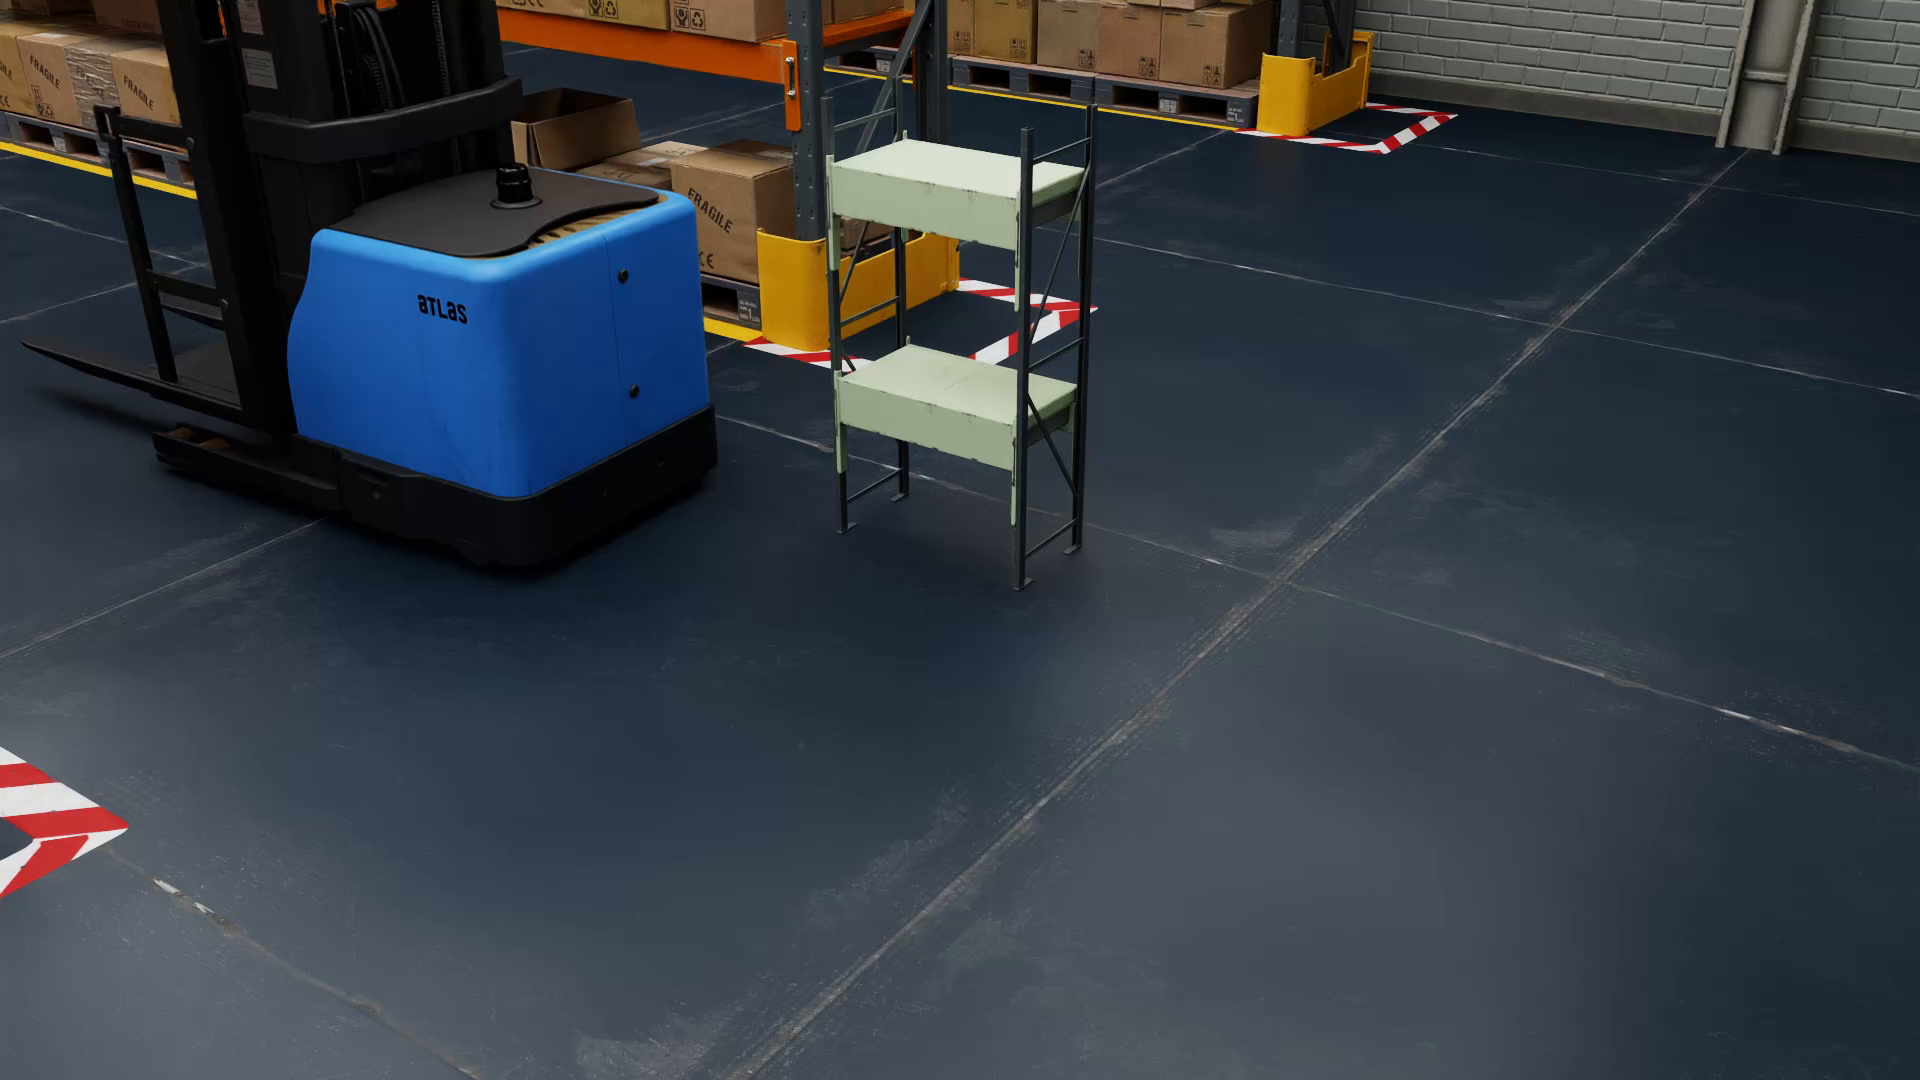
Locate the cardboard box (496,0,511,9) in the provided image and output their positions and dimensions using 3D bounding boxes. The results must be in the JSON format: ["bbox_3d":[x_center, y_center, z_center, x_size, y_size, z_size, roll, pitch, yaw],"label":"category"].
[{"bbox_3d":[-2.163,-2.854,7.940,0.500,0.500,0.500,17,31,30],"label":"cardboard box"}]

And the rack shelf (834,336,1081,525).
[{"bbox_3d":[-0.006,-0.380,5.561,0.720,0.370,0.431,17,32,30],"label":"rack shelf"}]

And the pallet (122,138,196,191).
[{"bbox_3d":[-4.376,-2.383,10.200,1.213,0.211,1.003,17,32,30],"label":"pallet"}]

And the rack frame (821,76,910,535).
[{"bbox_3d":[-0.307,-0.764,5.598,0.023,1.500,0.400,17,32,30],"label":"rack frame"}]

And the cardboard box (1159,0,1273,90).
[{"bbox_3d":[1.781,-3.473,11.559,0.500,0.500,0.700,17,32,30],"label":"cardboard box"}]

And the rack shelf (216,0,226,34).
[{"bbox_3d":[-5.333,-3.624,10.358,4.000,0.370,1.077,17,32,30],"label":"rack shelf"}]

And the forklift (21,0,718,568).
[{"bbox_3d":[-2.420,-1.701,5.861,3.031,2.935,1.130,16,31,28],"label":"forklift"}]

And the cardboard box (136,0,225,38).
[{"bbox_3d":[-4.769,-3.320,10.410,0.500,0.250,0.500,17,32,30],"label":"cardboard box"}]

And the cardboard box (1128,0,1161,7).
[{"bbox_3d":[1.361,-3.792,11.472,0.250,0.149,0.380,18,32,32],"label":"cardboard box"}]

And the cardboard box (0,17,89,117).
[{"bbox_3d":[-5.923,-3.054,10.714,0.500,0.500,0.500,17,31,30],"label":"cardboard box"}]

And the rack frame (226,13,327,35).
[{"bbox_3d":[-3.684,-3.431,9.185,0.127,3.000,1.000,17,32,30],"label":"rack frame"}]

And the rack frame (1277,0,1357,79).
[{"bbox_3d":[2.414,-4.257,10.808,0.127,3.000,1.000,17,32,30],"label":"rack frame"}]

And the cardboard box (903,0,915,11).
[{"bbox_3d":[-0.324,-4.127,12.845,0.500,0.500,0.700,18,32,31],"label":"cardboard box"}]

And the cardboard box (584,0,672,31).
[{"bbox_3d":[-1.340,-2.594,7.430,0.500,0.500,0.500,18,32,31],"label":"cardboard box"}]

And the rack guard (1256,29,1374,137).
[{"bbox_3d":[2.434,-3.137,11.363,0.348,0.500,1.175,17,32,30],"label":"rack guard"}]

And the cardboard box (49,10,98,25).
[{"bbox_3d":[-5.651,-3.255,11.110,0.500,0.500,0.500,16,31,29],"label":"cardboard box"}]

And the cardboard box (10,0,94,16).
[{"bbox_3d":[-6.029,-3.709,11.176,0.500,0.250,0.500,19,32,32],"label":"cardboard box"}]

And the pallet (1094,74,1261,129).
[{"bbox_3d":[1.711,-3.190,11.786,1.213,0.211,1.003,17,32,30],"label":"pallet"}]

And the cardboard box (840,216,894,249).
[{"bbox_3d":[-0.538,-1.566,8.178,0.250,0.149,0.380,17,32,30],"label":"cardboard box"}]

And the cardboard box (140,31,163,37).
[{"bbox_3d":[-4.799,-2.993,10.594,0.500,0.500,0.500,18,32,31],"label":"cardboard box"}]

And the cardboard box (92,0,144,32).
[{"bbox_3d":[-5.183,-3.448,10.663,0.500,0.250,0.500,17,31,29],"label":"cardboard box"}]

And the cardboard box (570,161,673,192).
[{"bbox_3d":[-1.741,-1.678,8.286,0.500,0.250,0.500,17,32,30],"label":"cardboard box"}]

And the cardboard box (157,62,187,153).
[{"bbox_3d":[-4.253,-2.533,9.691,0.500,0.500,0.500,17,32,30],"label":"cardboard box"}]

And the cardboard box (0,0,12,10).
[{"bbox_3d":[-7.247,-3.914,12.085,0.500,0.311,0.500,19,32,32],"label":"cardboard box"}]

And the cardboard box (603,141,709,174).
[{"bbox_3d":[-1.499,-1.877,8.678,0.500,0.250,0.500,17,32,30],"label":"cardboard box"}]

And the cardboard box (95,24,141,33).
[{"bbox_3d":[-5.215,-3.123,10.850,0.500,0.500,0.500,16,31,28],"label":"cardboard box"}]

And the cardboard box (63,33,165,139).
[{"bbox_3d":[-5.069,-2.792,10.200,0.500,0.500,0.500,18,32,31],"label":"cardboard box"}]

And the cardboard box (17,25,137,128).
[{"bbox_3d":[-5.490,-2.922,10.455,0.500,0.500,0.500,16,31,29],"label":"cardboard box"}]

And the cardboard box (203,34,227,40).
[{"bbox_3d":[-4.391,-2.862,10.337,0.500,0.500,0.500,18,32,31],"label":"cardboard box"}]

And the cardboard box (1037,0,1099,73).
[{"bbox_3d":[0.953,-3.730,12.065,0.500,0.500,0.700,16,31,29],"label":"cardboard box"}]

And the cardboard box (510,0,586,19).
[{"bbox_3d":[-1.748,-2.724,7.685,0.500,0.500,0.500,18,32,31],"label":"cardboard box"}]

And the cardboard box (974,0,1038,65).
[{"bbox_3d":[0.510,-3.864,12.329,0.500,0.500,0.700,18,32,31],"label":"cardboard box"}]

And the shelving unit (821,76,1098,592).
[{"bbox_3d":[-0.006,-0.670,5.413,0.755,1.500,0.431,17,32,30],"label":"shelving unit"}]

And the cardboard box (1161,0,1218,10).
[{"bbox_3d":[1.572,-3.727,11.343,0.250,0.149,0.380,17,31,30],"label":"cardboard box"}]

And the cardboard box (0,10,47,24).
[{"bbox_3d":[-6.333,-3.184,10.971,0.500,0.500,0.500,16,31,29],"label":"cardboard box"}]

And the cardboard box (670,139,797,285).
[{"bbox_3d":[-0.975,-1.534,7.728,0.500,0.500,0.500,17,32,30],"label":"cardboard box"}]

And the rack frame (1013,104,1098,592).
[{"bbox_3d":[0.296,-0.576,5.229,0.023,1.500,0.400,17,32,30],"label":"rack frame"}]

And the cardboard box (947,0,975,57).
[{"bbox_3d":[0.088,-3.997,12.589,0.500,0.500,0.700,17,32,30],"label":"cardboard box"}]

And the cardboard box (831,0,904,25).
[{"bbox_3d":[-0.604,-2.661,7.562,0.500,0.500,0.500,18,32,31],"label":"cardboard box"}]

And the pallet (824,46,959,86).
[{"bbox_3d":[-0.300,-3.817,13.018,1.213,0.211,1.003,17,32,30],"label":"pallet"}]

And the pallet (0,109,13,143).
[{"bbox_3d":[-6.387,-3.010,11.432,1.213,0.211,1.003,17,32,30],"label":"pallet"}]

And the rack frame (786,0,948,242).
[{"bbox_3d":[-0.387,-2.404,7.167,0.127,3.000,1.000,17,32,30],"label":"rack frame"}]

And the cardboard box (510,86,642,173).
[{"bbox_3d":[-2.133,-2.034,8.708,0.637,0.503,0.797,17,32,30],"label":"cardboard box"}]

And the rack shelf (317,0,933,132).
[{"bbox_3d":[-2.036,-2.597,8.339,4.000,0.370,1.077,17,32,30],"label":"rack shelf"}]

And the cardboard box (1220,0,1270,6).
[{"bbox_3d":[1.997,-3.804,11.496,0.250,0.149,0.380,18,32,31],"label":"cardboard box"}]

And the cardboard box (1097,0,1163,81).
[{"bbox_3d":[1.368,-3.601,11.812,0.500,0.500,0.700,17,32,30],"label":"cardboard box"}]

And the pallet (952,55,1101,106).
[{"bbox_3d":[0.710,-3.504,12.403,1.213,0.211,1.003,17,32,30],"label":"pallet"}]

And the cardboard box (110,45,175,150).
[{"bbox_3d":[-4.656,-2.663,9.947,0.500,0.500,0.500,17,32,30],"label":"cardboard box"}]

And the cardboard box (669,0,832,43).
[{"bbox_3d":[-0.910,-2.462,7.170,0.500,0.500,0.500,18,32,32],"label":"cardboard box"}]

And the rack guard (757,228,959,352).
[{"bbox_3d":[-0.450,-1.310,7.772,0.348,0.500,1.175,17,32,30],"label":"rack guard"}]

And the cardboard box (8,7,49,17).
[{"bbox_3d":[-6.078,-3.388,11.371,0.500,0.500,0.500,19,32,32],"label":"cardboard box"}]

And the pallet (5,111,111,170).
[{"bbox_3d":[-5.386,-2.696,10.816,1.213,0.211,1.003,17,32,30],"label":"pallet"}]

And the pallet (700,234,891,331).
[{"bbox_3d":[-1.107,-1.385,8.239,1.213,0.211,1.003,17,32,30],"label":"pallet"}]

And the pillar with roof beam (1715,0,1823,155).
[{"bbox_3d":[2.692,-4.951,5.558,0.400,9.000,9.100,17,32,30],"label":"pillar with roof beam"}]

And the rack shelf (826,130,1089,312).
[{"bbox_3d":[-0.006,-1.018,5.236,0.720,0.370,0.431,17,32,30],"label":"rack shelf"}]
